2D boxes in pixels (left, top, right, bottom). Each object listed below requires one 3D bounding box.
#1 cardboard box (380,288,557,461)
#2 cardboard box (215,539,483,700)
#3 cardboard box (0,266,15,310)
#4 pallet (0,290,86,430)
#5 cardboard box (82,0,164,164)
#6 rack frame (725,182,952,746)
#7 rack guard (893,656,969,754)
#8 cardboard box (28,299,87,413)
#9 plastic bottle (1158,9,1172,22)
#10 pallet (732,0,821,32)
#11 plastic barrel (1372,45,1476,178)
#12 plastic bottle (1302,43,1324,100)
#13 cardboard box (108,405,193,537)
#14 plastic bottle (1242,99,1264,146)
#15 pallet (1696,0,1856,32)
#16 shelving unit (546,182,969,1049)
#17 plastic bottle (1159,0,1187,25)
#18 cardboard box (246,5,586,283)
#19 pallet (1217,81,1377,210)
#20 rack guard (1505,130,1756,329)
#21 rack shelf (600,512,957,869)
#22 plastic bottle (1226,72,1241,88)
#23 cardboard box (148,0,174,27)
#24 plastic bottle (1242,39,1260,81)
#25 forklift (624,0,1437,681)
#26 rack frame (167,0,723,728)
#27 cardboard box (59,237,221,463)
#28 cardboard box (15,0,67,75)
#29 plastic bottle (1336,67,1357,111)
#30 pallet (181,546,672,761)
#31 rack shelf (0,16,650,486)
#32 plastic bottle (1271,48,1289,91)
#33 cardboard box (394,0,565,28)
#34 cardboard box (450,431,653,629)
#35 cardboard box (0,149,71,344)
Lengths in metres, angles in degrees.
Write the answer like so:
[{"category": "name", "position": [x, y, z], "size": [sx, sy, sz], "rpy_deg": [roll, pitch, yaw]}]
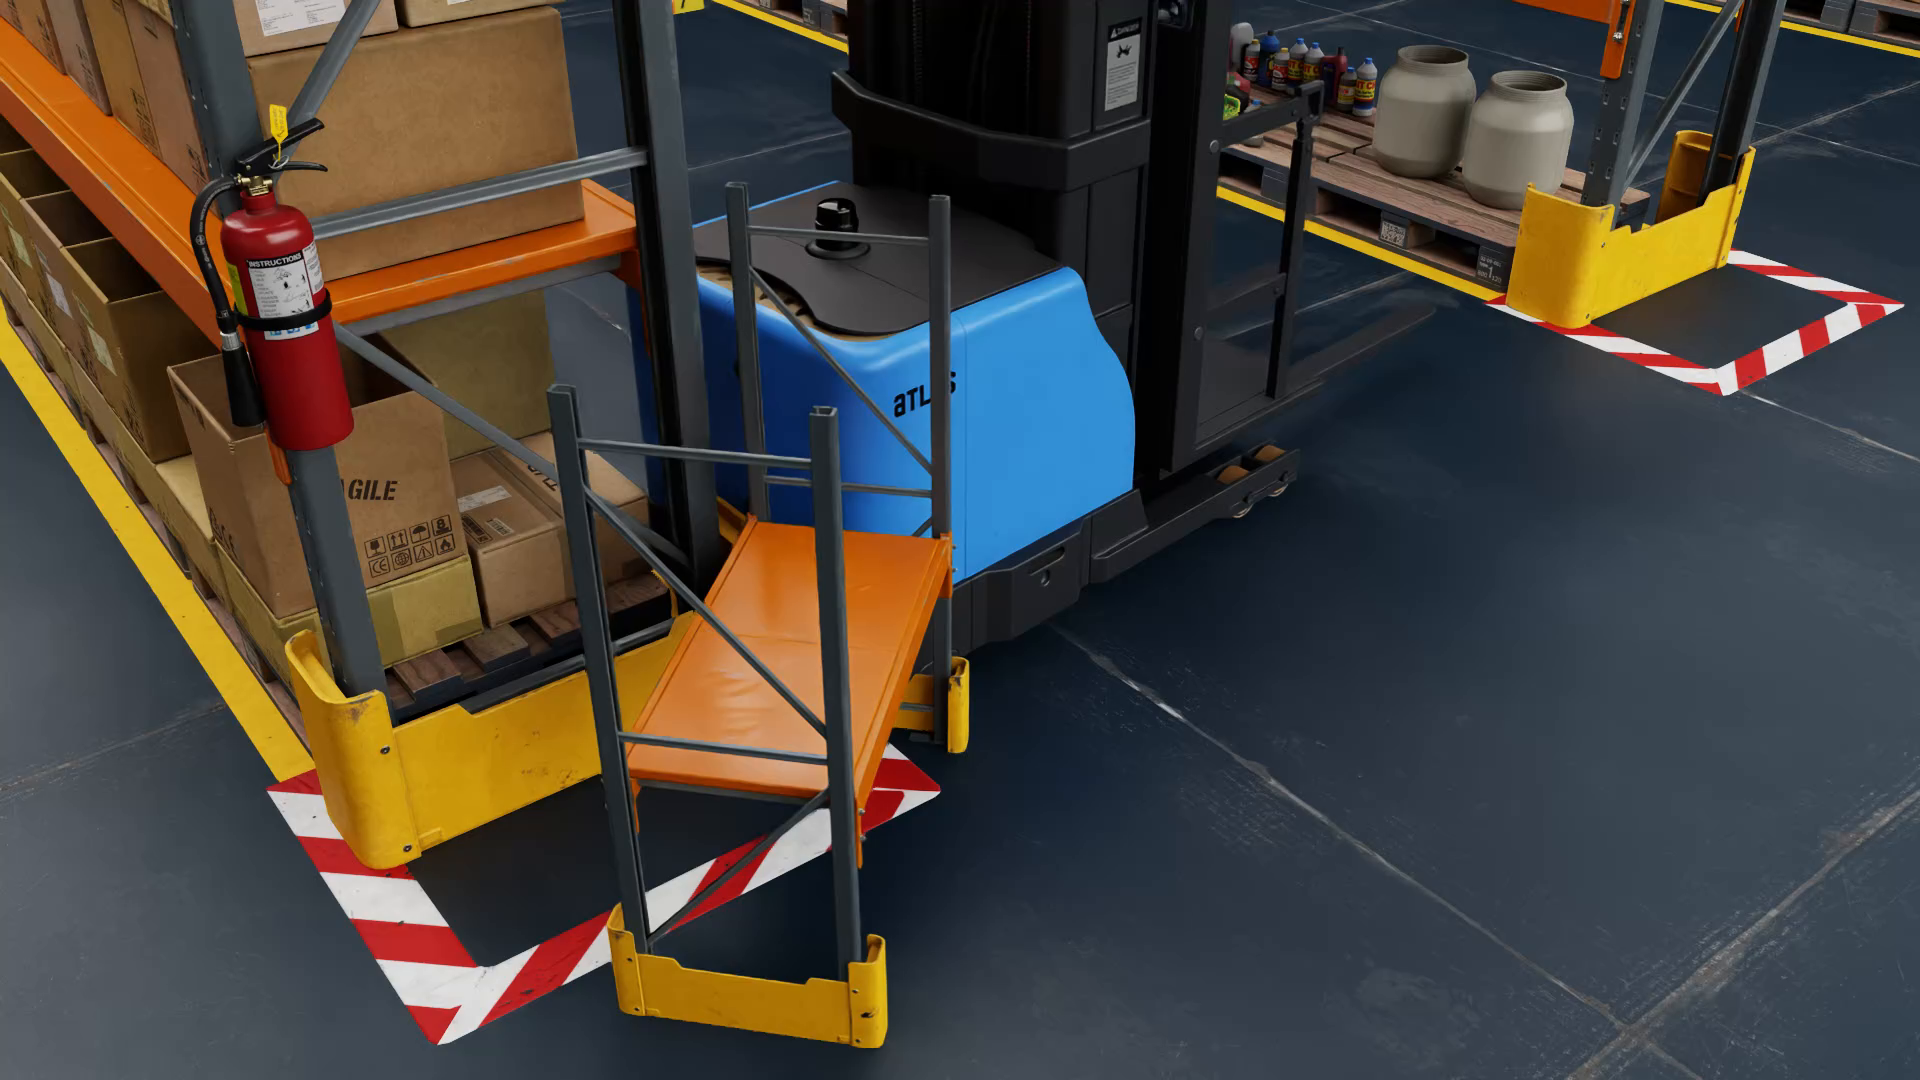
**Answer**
[{"category": "cardboard box", "position": [-1.521, -0.574, 4.828], "size": [0.500, 0.500, 0.500], "rpy_deg": [-22, 38, -31]}, {"category": "cardboard box", "position": [-1.622, 0.120, 4.422], "size": [0.500, 0.250, 0.500], "rpy_deg": [-22, 38, -31]}, {"category": "cardboard box", "position": [-3.468, -1.128, 6.431], "size": [0.500, 0.250, 0.500], "rpy_deg": [-22, 38, -31]}, {"category": "pallet", "position": [-3.058, -0.879, 6.465], "size": [1.003, 0.211, 1.213], "rpy_deg": [-22, 38, -31]}, {"category": "cardboard box", "position": [-1.961, -1.409, 4.581], "size": [0.700, 0.500, 0.500], "rpy_deg": [-22, 38, -31]}, {"category": "rack frame", "position": [-0.270, -0.126, 4.031], "size": [0.500, 1.500, 0.032], "rpy_deg": [5, 32, 9]}, {"category": "rack guard", "position": [-0.270, 0.406, 4.360], "size": [0.587, 0.250, 0.087], "rpy_deg": [5, 32, 9]}, {"category": "cardboard box", "position": [-2.862, -0.708, 5.754], "size": [0.500, 0.250, 0.500], "rpy_deg": [-22, 38, -31]}, {"category": "plastic bottle", "position": [1.041, -2.726, 8.961], "size": [0.152, 0.276, 0.135], "rpy_deg": [-22, 38, -31]}, {"category": "pallet", "position": [-0.862, -3.649, 10.925], "size": [1.003, 0.211, 1.213], "rpy_deg": [-22, 38, -31]}, {"category": "plastic barrel", "position": [2.084, -1.923, 7.463], "size": [0.421, 0.512, 0.421], "rpy_deg": [0, 32, 0]}, {"category": "plastic bottle", "position": [1.780, -2.370, 8.391], "size": [0.097, 0.271, 0.097], "rpy_deg": [0, 32, 0]}, {"category": "cardboard box", "position": [-2.246, -0.292, 5.085], "size": [0.500, 0.250, 0.500], "rpy_deg": [-22, 38, -31]}, {"category": "plastic bottle", "position": [1.383, -1.964, 7.805], "size": [0.097, 0.201, 0.097], "rpy_deg": [0, 32, 0]}, {"category": "pallet", "position": [5.507, -3.650, 10.927], "size": [1.003, 0.211, 1.213], "rpy_deg": [-22, 38, -31]}, {"category": "shelving unit", "position": [-0.359, 0.133, 3.614], "size": [0.587, 1.500, 1.083], "rpy_deg": [5, 32, 9]}, {"category": "plastic bottle", "position": [1.143, -2.816, 9.035], "size": [0.144, 0.351, 0.185], "rpy_deg": [-24, 39, -34]}, {"category": "cardboard box", "position": [-1.336, -0.983, 3.895], "size": [0.700, 0.500, 0.500], "rpy_deg": [-22, 38, -31]}, {"category": "pallet", "position": [1.534, -2.023, 8.307], "size": [1.003, 0.211, 1.213], "rpy_deg": [-22, 38, -31]}, {"category": "rack guard", "position": [2.772, -1.297, 6.865], "size": [1.175, 0.500, 0.348], "rpy_deg": [-22, 38, -31]}, {"category": "rack shelf", "position": [-0.360, 0.291, 3.701], "size": [0.538, 0.185, 1.000], "rpy_deg": [5, 32, 9]}, {"category": "plastic bottle", "position": [1.250, -2.110, 7.969], "size": [0.152, 0.276, 0.135], "rpy_deg": [-22, 38, -31]}, {"category": "cardboard box", "position": [-1.606, -1.266, 3.736], "size": [0.380, 0.149, 0.250], "rpy_deg": [-21, 38, -30]}, {"category": "plastic bottle", "position": [1.532, -2.509, 8.681], "size": [0.097, 0.201, 0.097], "rpy_deg": [0, 32, 0]}, {"category": "forklift", "position": [0.473, -1.490, 4.872], "size": [3.031, 2.935, 1.130], "rpy_deg": [-27, 41, -37]}, {"category": "rack frame", "position": [-1.060, -0.742, 3.601], "size": [1.000, 3.000, 0.127], "rpy_deg": [-22, 38, -31]}, {"category": "cardboard box", "position": [-2.248, -0.610, 4.886], "size": [0.500, 0.500, 0.500], "rpy_deg": [-22, 38, -31]}, {"category": "cardboard box", "position": [-2.602, -1.840, 5.275], "size": [0.700, 0.500, 0.500], "rpy_deg": [-22, 38, -31]}, {"category": "plastic bottle", "position": [1.926, -2.240, 8.249], "size": [0.097, 0.201, 0.097], "rpy_deg": [0, 32, 0]}, {"category": "pallet", "position": [-1.562, 0.138, 4.828], "size": [1.003, 0.211, 1.213], "rpy_deg": [-22, 38, -31]}, {"category": "rack shelf", "position": [-2.286, -1.270, 5.133], "size": [1.077, 0.370, 4.000], "rpy_deg": [-22, 38, -31]}, {"category": "plastic bottle", "position": [1.658, -2.423, 8.544], "size": [0.097, 0.201, 0.097], "rpy_deg": [0, 32, 0]}, {"category": "cardboard box", "position": [-1.130, -1.293, 3.779], "size": [0.380, 0.149, 0.250], "rpy_deg": [-23, 38, -32]}, {"category": "cardboard box", "position": [-1.213, -0.047, 4.691], "size": [0.500, 0.250, 0.500], "rpy_deg": [-22, 38, -31]}, {"category": "cardboard box", "position": [-2.862, -1.026, 5.557], "size": [0.500, 0.500, 0.500], "rpy_deg": [-22, 38, -31]}]
